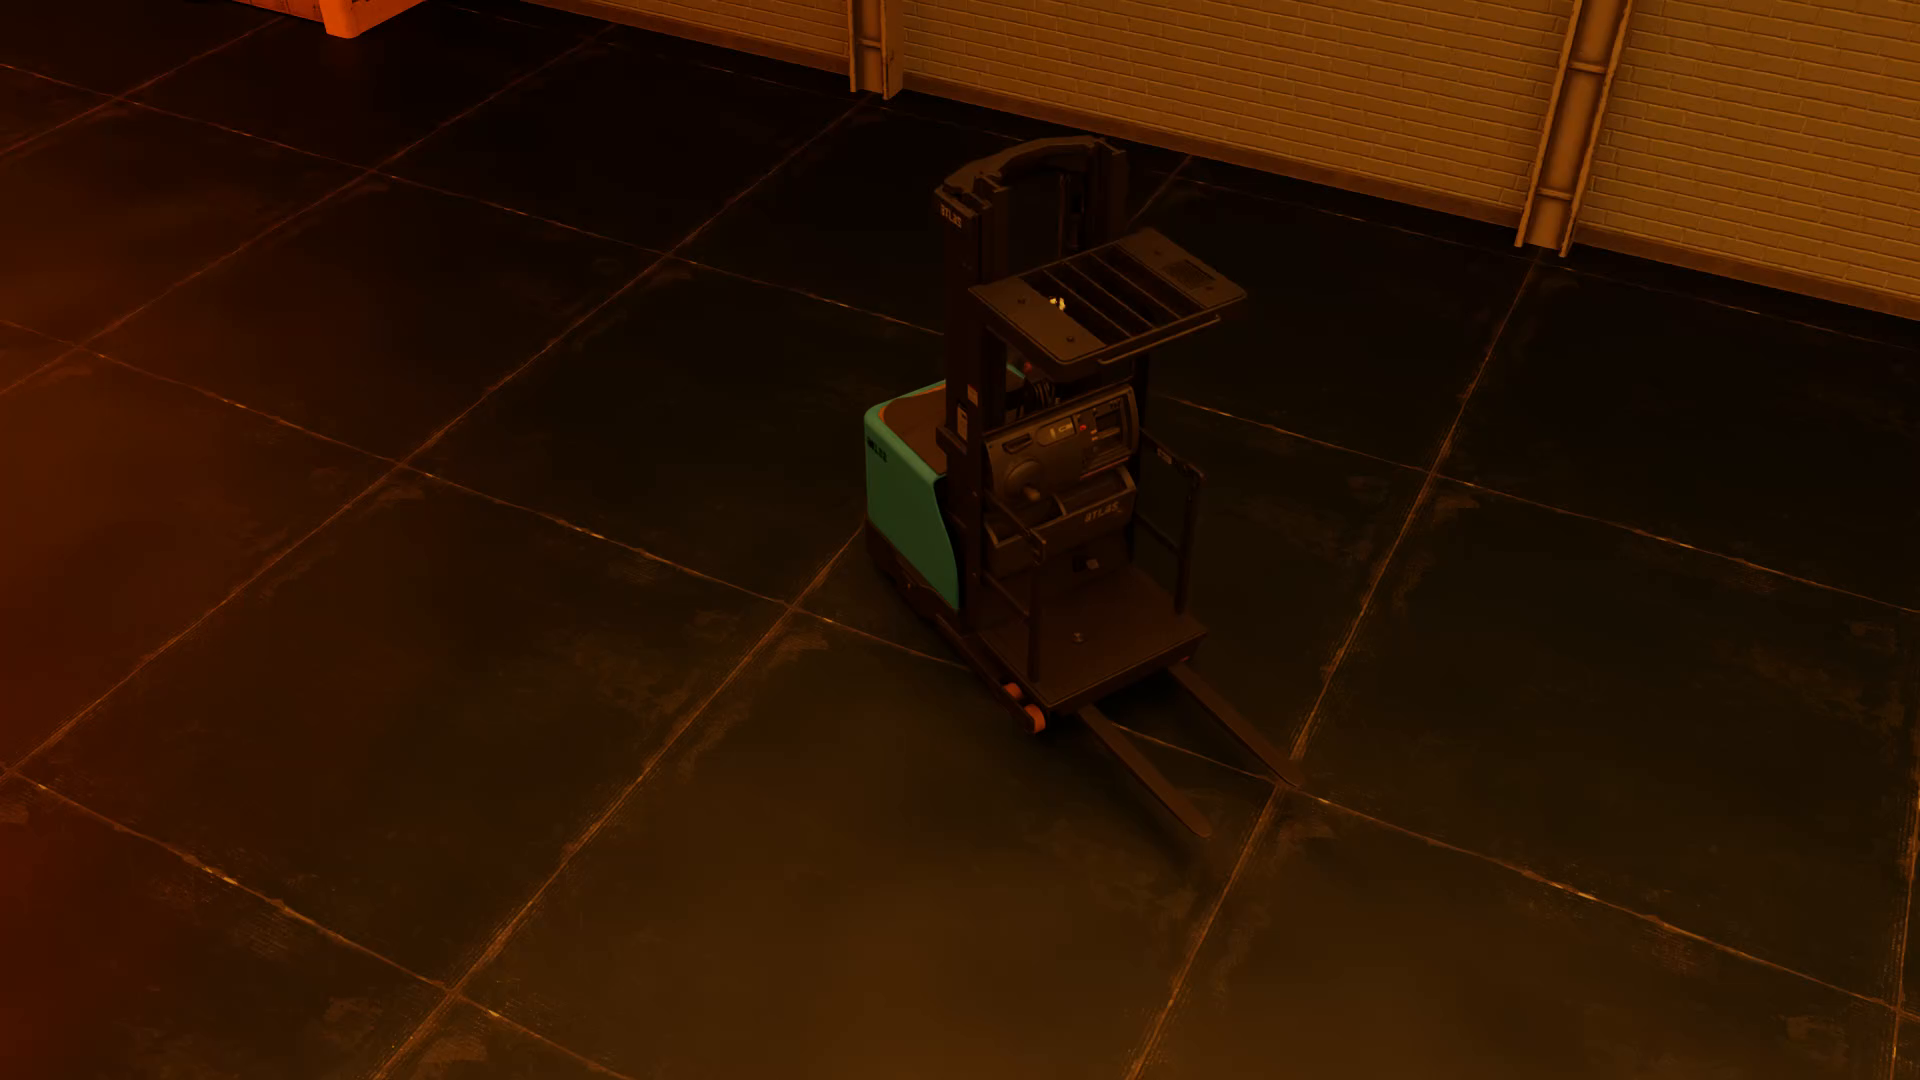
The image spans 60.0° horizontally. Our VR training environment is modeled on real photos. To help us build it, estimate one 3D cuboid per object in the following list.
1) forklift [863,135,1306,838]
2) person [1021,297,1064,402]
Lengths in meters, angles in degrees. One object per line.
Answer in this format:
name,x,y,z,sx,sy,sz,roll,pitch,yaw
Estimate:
forklift,0.656,-0.419,8.484,1.130,2.935,3.031,-23,45,-25
person,0.610,-1.007,10.243,0.799,1.589,0.467,-32,50,-32
